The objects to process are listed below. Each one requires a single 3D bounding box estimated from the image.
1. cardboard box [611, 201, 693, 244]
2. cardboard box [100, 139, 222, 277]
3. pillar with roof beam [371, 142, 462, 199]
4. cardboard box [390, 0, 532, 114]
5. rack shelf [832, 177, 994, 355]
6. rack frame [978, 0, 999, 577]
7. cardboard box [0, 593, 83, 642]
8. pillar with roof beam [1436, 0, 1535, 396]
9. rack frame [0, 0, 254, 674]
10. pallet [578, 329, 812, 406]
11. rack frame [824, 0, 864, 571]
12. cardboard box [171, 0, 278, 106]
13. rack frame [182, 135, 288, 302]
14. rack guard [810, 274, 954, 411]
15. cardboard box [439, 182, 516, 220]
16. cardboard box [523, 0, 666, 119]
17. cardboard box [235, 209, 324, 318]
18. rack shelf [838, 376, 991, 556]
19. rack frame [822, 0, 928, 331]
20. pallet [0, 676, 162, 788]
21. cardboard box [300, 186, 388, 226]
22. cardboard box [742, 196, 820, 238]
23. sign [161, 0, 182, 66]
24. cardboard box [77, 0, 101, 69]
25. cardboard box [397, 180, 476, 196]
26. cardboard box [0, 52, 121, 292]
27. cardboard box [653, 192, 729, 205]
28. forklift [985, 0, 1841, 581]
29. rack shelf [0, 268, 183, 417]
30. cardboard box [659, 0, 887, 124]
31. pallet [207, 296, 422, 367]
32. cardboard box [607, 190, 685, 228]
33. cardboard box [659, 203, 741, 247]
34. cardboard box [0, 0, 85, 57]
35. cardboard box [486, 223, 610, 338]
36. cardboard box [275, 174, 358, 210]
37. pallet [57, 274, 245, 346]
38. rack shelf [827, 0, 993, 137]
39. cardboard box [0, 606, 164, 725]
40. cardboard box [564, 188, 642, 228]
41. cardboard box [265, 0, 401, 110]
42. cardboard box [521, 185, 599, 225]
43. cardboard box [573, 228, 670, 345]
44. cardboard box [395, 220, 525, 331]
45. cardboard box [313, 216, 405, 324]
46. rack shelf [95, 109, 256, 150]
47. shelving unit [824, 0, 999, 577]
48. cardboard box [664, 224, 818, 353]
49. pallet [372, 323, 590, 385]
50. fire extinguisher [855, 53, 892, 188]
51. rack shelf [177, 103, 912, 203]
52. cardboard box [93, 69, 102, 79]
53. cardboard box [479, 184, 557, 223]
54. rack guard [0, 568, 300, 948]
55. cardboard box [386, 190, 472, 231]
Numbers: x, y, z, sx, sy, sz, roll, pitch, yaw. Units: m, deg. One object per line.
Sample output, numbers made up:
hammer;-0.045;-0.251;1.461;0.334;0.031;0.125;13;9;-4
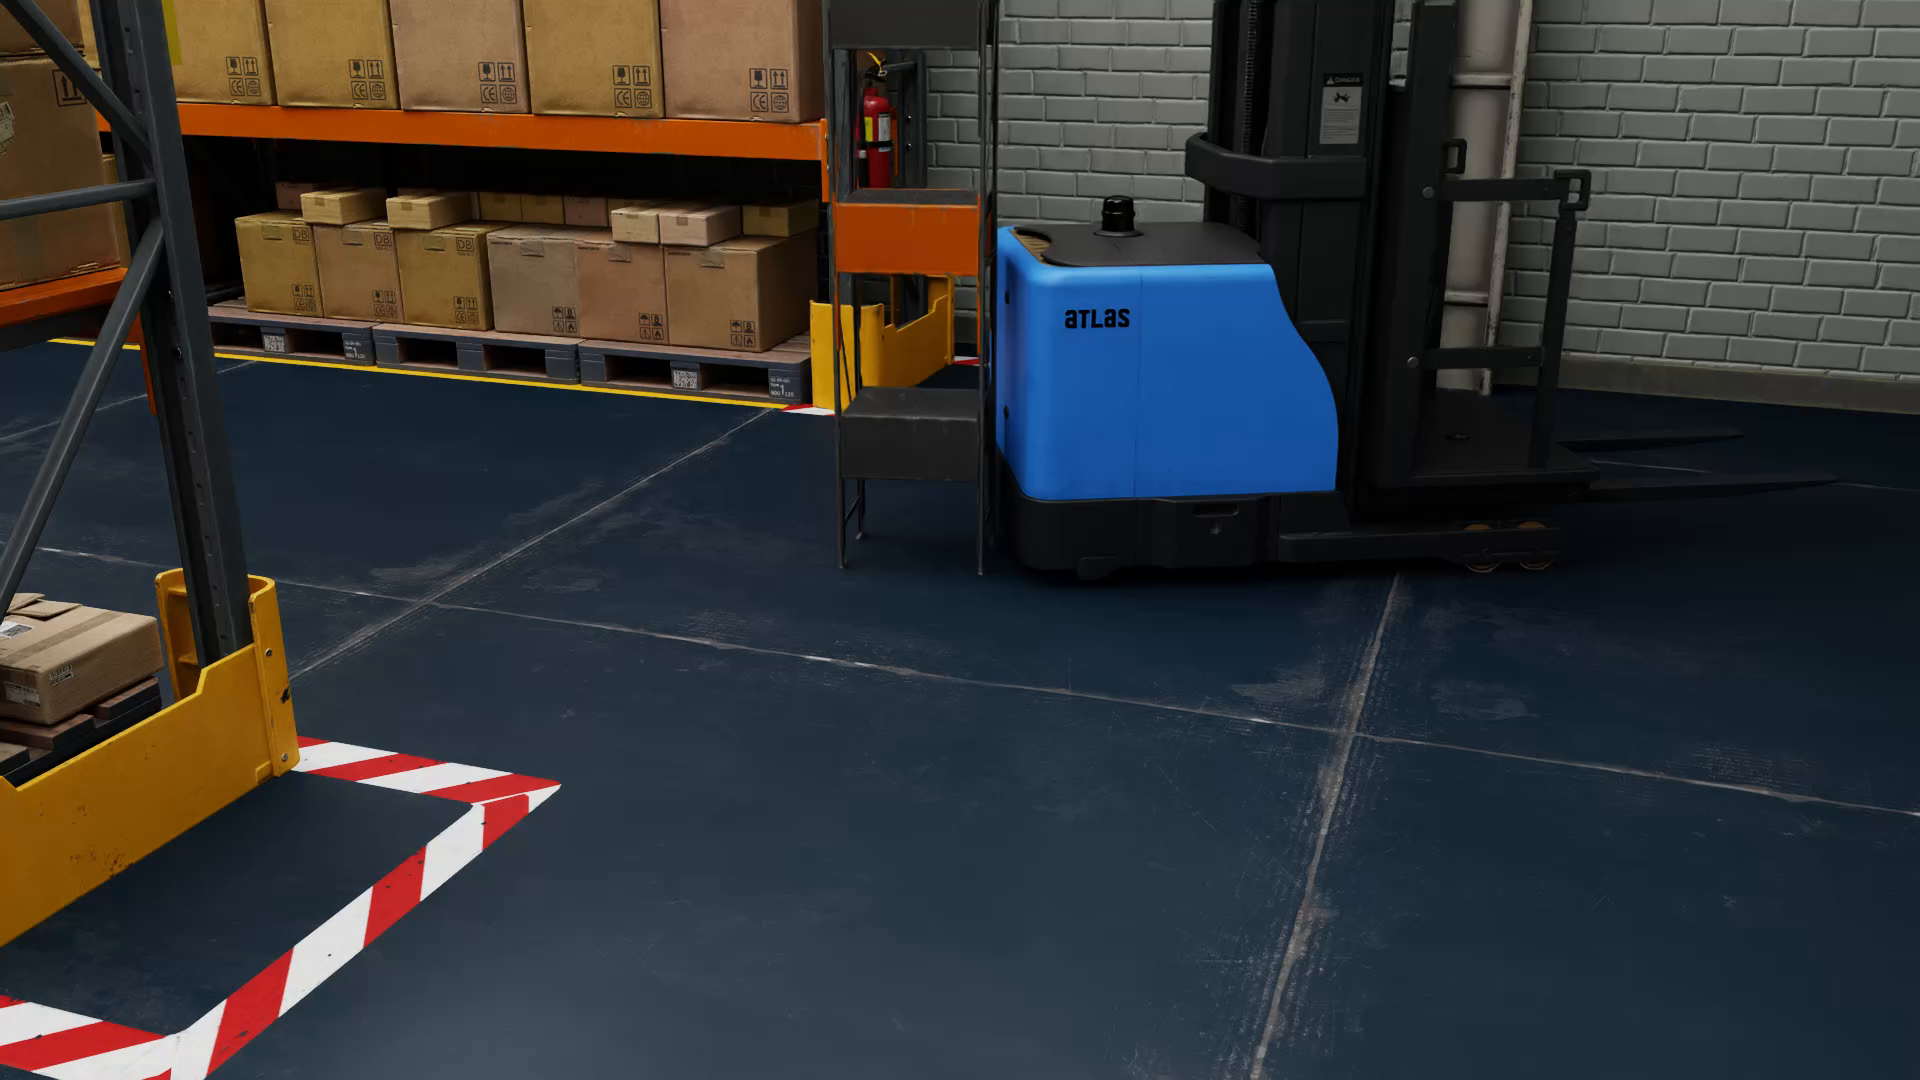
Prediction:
cardboard box;-1.504;-1.563;8.178;0.250;0.149;0.380;7;20;20
cardboard box;-4.823;-1.855;9.469;0.750;0.750;0.750;7;20;19
pillar with roof beam;-4.634;-4.330;4.826;0.400;9.000;9.100;7;20;18
cardboard box;-2.281;-2.564;8.419;0.700;0.700;0.980;6;20;15
rack shelf;-0.146;-0.927;5.587;0.480;0.518;0.431;2;19;7
rack frame;0.096;-0.930;5.553;0.015;2.100;0.400;2;19;7
cardboard box;-2.528;0.282;4.347;0.250;0.166;0.380;7;20;18
pillar with roof beam;1.034;-3.682;2.966;0.400;9.000;9.100;7;20;18
rack frame;-2.010;-0.669;3.439;0.127;3.000;1.000;7;20;18
pallet;-1.168;-0.955;8.496;1.213;0.211;1.003;7;20;18
rack frame;-0.388;-0.950;5.613;0.015;2.100;0.400;2;19;7
cardboard box;-3.659;-2.720;8.866;0.700;0.700;0.980;7;20;19
rack frame;-4.166;-2.642;9.098;0.127;3.000;1.000;7;20;18
rack guard;-0.365;-1.027;8.263;0.348;0.500;1.175;7;20;18
cardboard box;-2.579;-1.819;8.911;0.250;0.149;0.380;7;20;19
cardboard box;-1.563;-2.479;8.174;0.700;0.700;0.980;6;20;18
cardboard box;-3.493;-1.547;9.118;0.500;0.500;0.700;7;20;19
rack shelf;-0.146;-0.266;5.818;0.480;0.518;0.431;2;19;7
rack frame;-0.387;-2.210;7.859;0.127;3.000;1.000;7;20;18
pallet;-2.835;0.554;4.168;1.213;0.211;1.003;7;20;18
cardboard box;-3.230;-1.760;8.742;0.250;0.149;0.380;7;20;20
cardboard box;-0.898;-1.627;8.362;0.250;0.149;0.380;7;20;18
sign;-1.832;-1.247;3.781;0.005;0.325;0.100;7;20;18
cardboard box;-4.685;-2.811;8.948;0.500;0.500;0.500;6;20;17
cardboard box;-2.817;-1.846;8.990;0.250;0.149;0.380;6;20;16
cardboard box;-2.342;-0.846;3.795;0.500;0.500;0.500;7;20;19
cardboard box;-1.377;-1.682;8.518;0.250;0.149;0.380;7;20;18
forklift;1.653;-1.442;5.759;3.031;2.935;1.130;-2;19;-7
rack shelf;-3.899;-0.546;4.177;4.000;0.370;1.077;7;20;18
cardboard box;-0.872;-2.404;7.959;0.700;0.700;0.980;7;21;21
pallet;-3.473;-1.219;9.252;1.213;0.211;1.003;7;20;18
cardboard box;-1.613;-1.709;8.596;0.250;0.149;0.380;7;20;19
cardboard box;-1.263;-1.536;8.099;0.250;0.149;0.380;6;20;17
cardboard box;-2.342;-1.319;3.631;0.500;0.500;0.500;7;20;20
cardboard box;-2.029;-1.381;8.639;0.500;0.500;0.700;6;20;16
cardboard box;-3.565;-1.931;9.233;0.250;0.149;0.380;6;20;18
pallet;-4.920;-1.385;9.729;1.213;0.211;1.003;7;20;18
rack shelf;-0.146;-1.588;5.357;0.480;0.518;0.431;2;19;7
cardboard box;-2.292;0.317;4.272;0.250;0.149;0.380;7;20;18
cardboard box;-1.853;-1.736;8.674;0.250;0.149;0.380;7;20;19
cardboard box;-2.971;-2.639;8.635;0.700;0.700;0.980;6;20;17
cardboard box;-2.096;-1.764;8.753;0.250;0.149;0.380;7;20;19
cardboard box;-1.554;-1.326;8.484;0.500;0.500;0.700;6;20;18
cardboard box;-2.536;-1.436;8.798;0.500;0.500;0.700;7;20;19
cardboard box;-3.020;-1.492;8.959;0.500;0.500;0.700;6;20;18
rack shelf;-6.055;-2.518;9.837;4.000;0.370;1.077;7;20;18
shelving unit;-0.146;-0.940;5.583;0.503;2.100;0.431;2;19;7
cardboard box;-1.081;-1.272;8.329;0.500;0.500;0.700;7;20;18
pallet;-2.317;-1.088;8.876;1.213;0.211;1.003;7;20;18
fire extinguisher;-0.396;-1.838;7.475;0.183;0.674;0.296;7;20;18
rack shelf;-2.277;-2.086;8.597;4.000;0.370;1.077;7;20;18
cardboard box;-4.578;-2.481;8.989;0.250;0.149;0.380;7;20;19
cardboard box;-2.335;-1.791;8.832;0.250;0.149;0.380;6;20;17
rack guard;-2.081;0.503;3.874;0.348;0.500;1.175;7;20;18
cardboard box;-2.736;-1.704;8.580;0.250;0.149;0.380;6;20;17
